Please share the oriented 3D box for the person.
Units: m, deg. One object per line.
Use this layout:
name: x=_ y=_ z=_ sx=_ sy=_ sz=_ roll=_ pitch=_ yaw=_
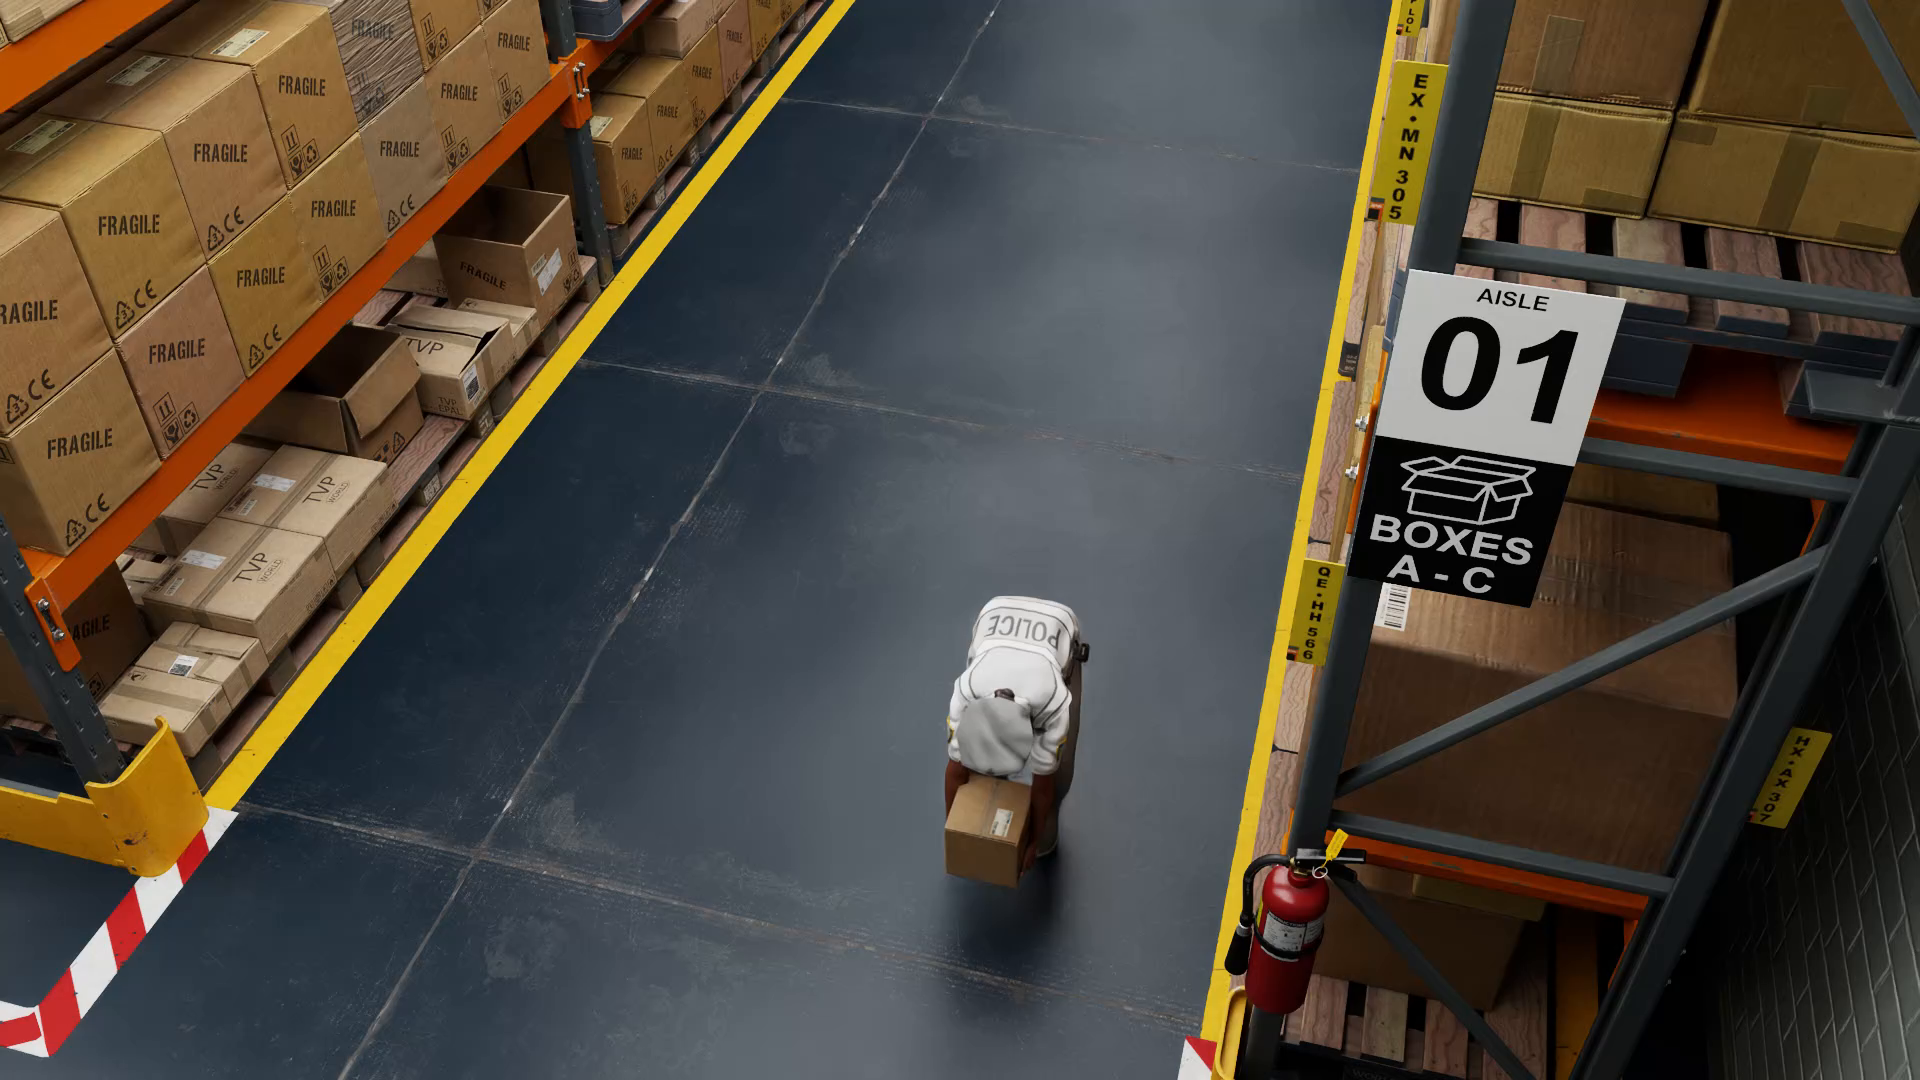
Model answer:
person: x=0.174 y=0.728 z=5.744 sx=0.439 sy=1.120 sz=0.929 roll=8 pitch=42 yaw=9
